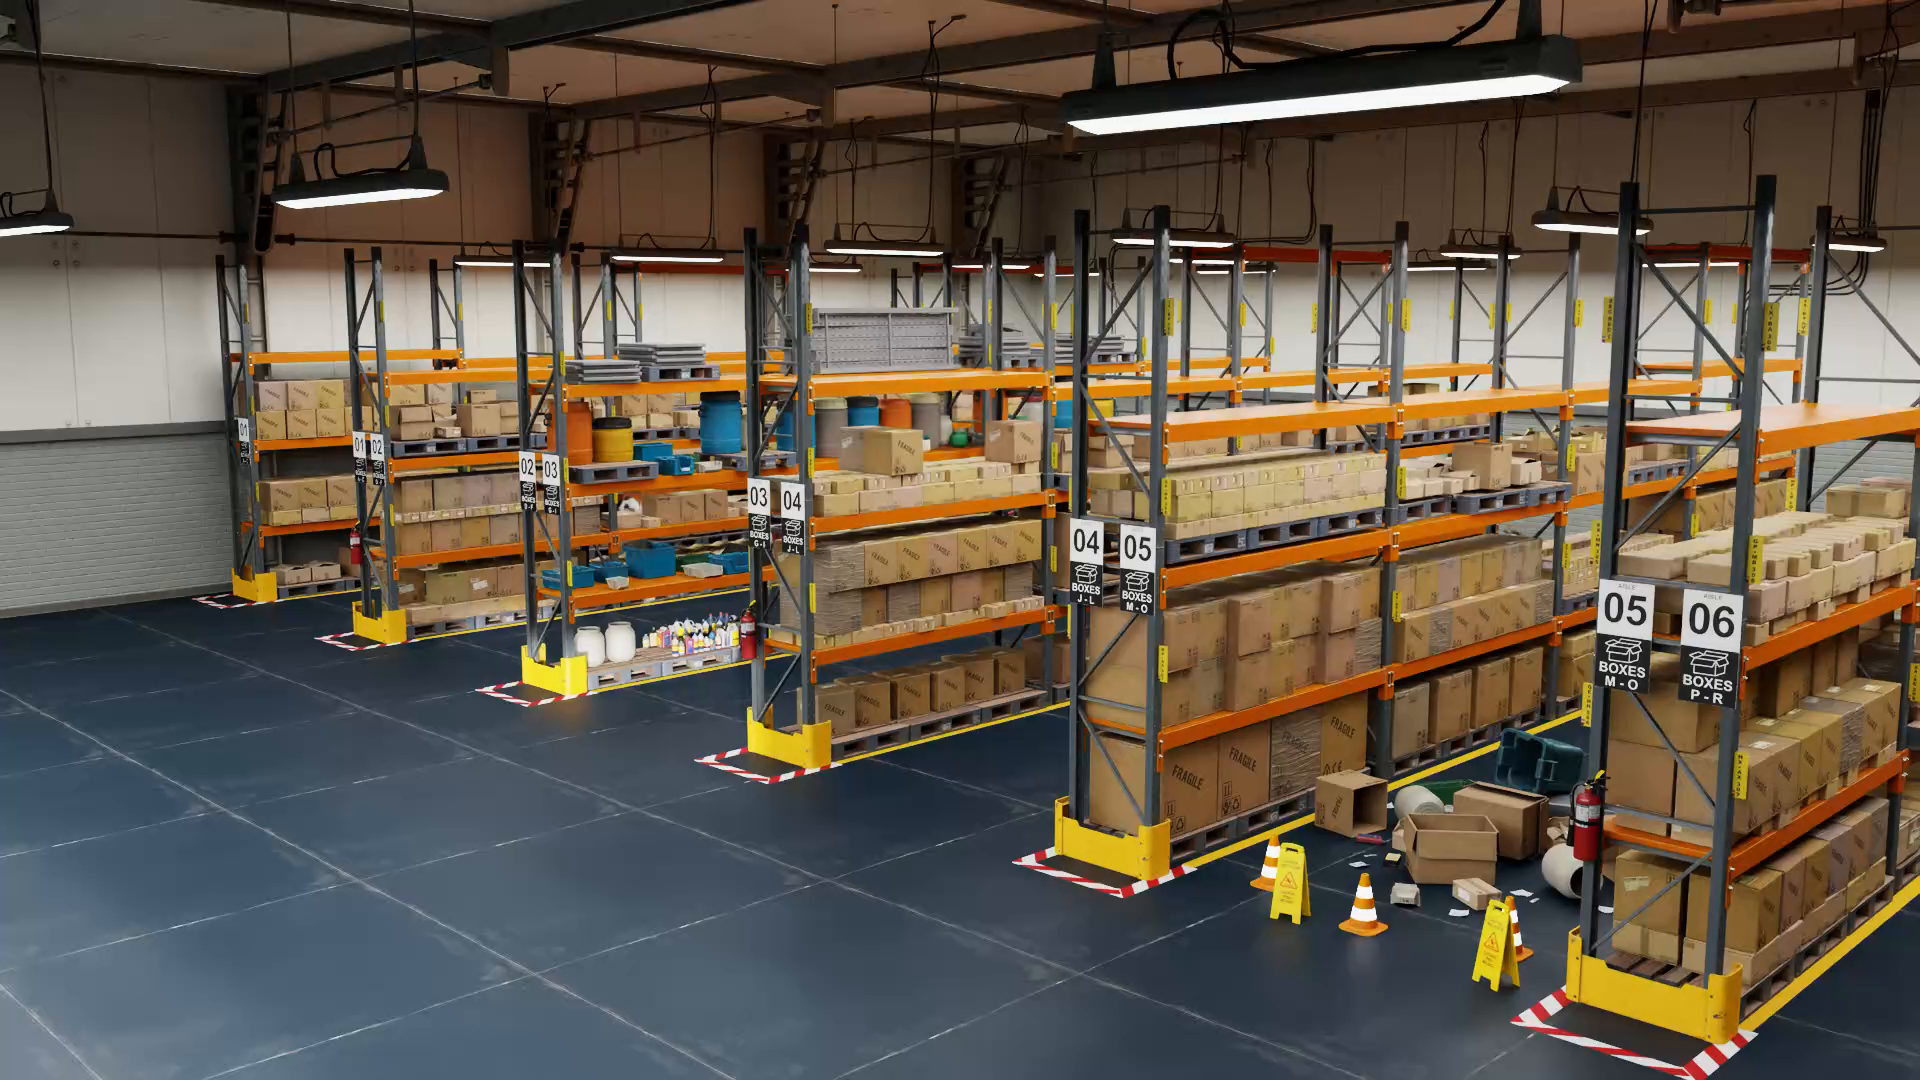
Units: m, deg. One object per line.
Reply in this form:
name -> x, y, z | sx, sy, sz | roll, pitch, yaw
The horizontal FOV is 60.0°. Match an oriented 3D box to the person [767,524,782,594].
person -> -3.217, 0.031, 28.093 | 0.714, 1.767, 0.745 | 5, 10, 32

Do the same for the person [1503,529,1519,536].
person -> 8.569, 0.666, 25.880 | 0.562, 1.719, 0.857 | 7, 11, 42

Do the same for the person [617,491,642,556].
person -> -6.221, -0.160, 31.261 | 0.921, 1.799, 0.653 | -8, 11, -44
